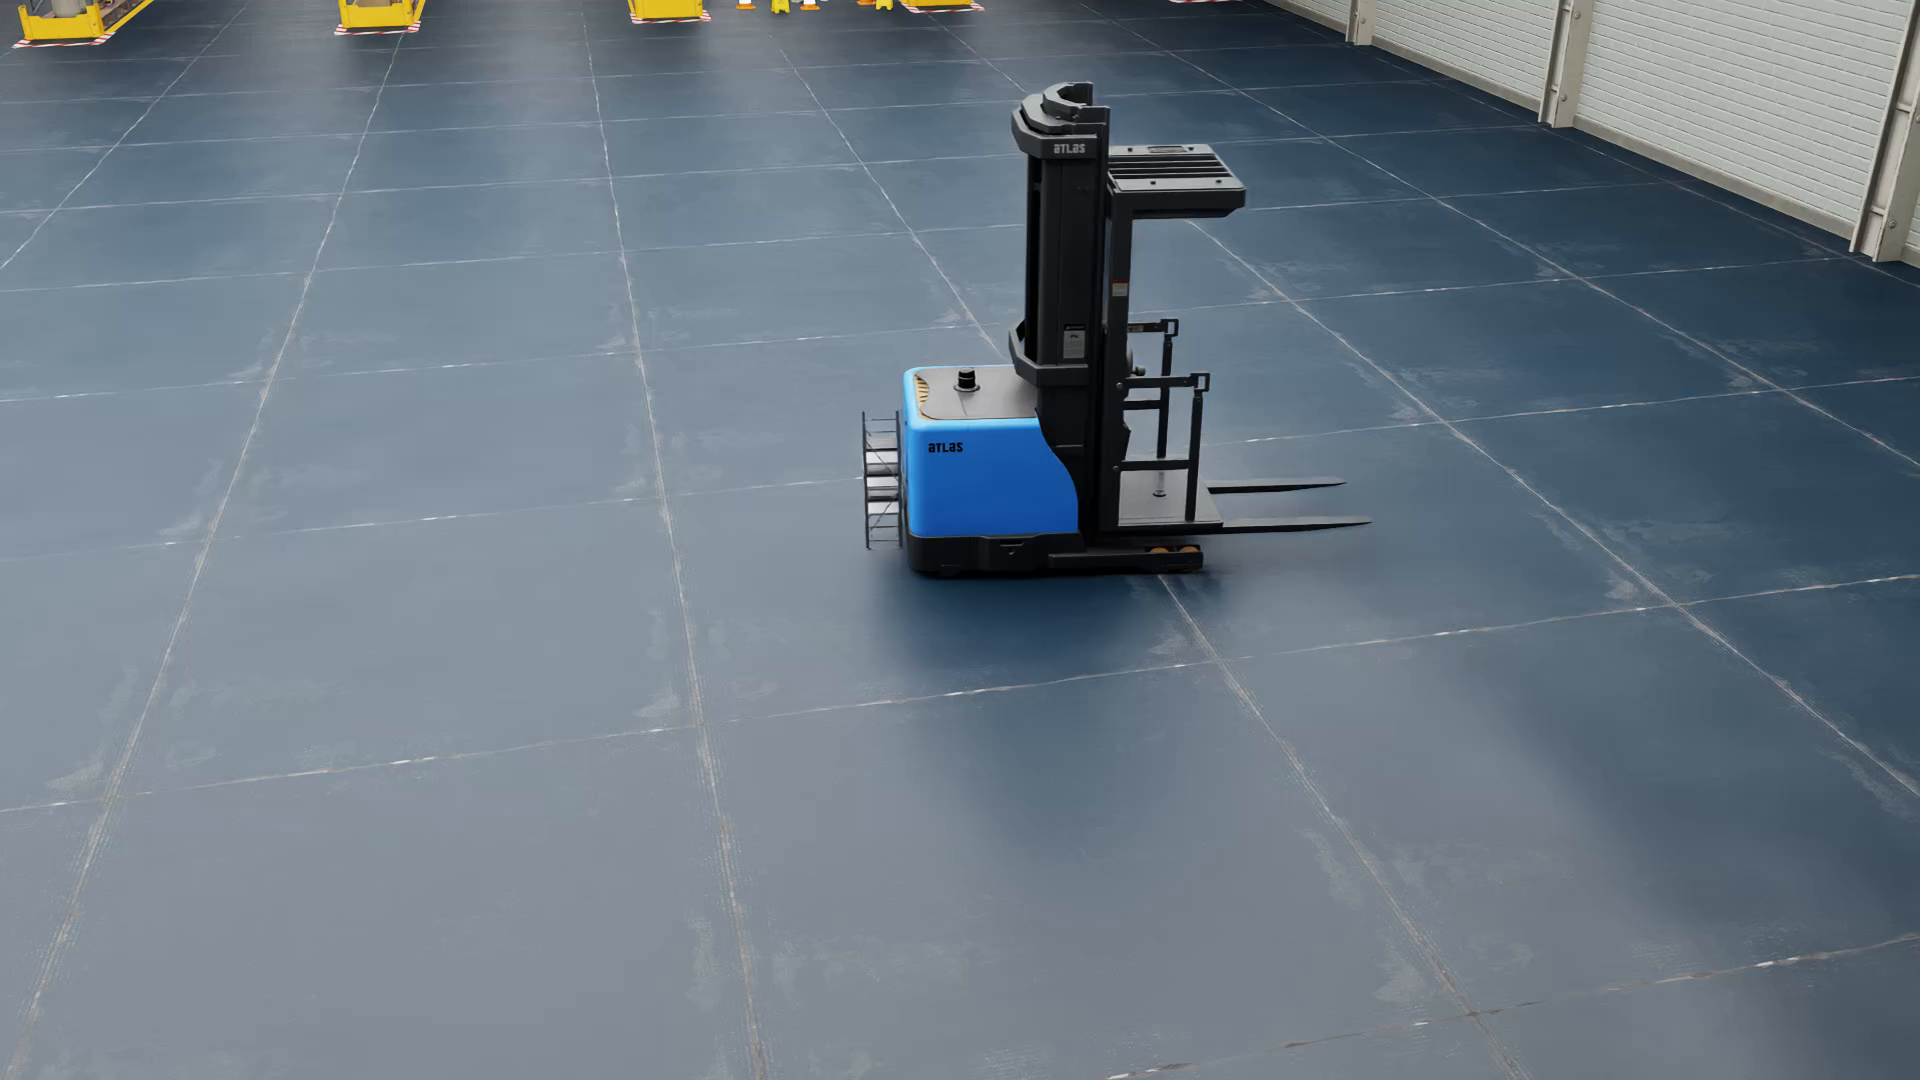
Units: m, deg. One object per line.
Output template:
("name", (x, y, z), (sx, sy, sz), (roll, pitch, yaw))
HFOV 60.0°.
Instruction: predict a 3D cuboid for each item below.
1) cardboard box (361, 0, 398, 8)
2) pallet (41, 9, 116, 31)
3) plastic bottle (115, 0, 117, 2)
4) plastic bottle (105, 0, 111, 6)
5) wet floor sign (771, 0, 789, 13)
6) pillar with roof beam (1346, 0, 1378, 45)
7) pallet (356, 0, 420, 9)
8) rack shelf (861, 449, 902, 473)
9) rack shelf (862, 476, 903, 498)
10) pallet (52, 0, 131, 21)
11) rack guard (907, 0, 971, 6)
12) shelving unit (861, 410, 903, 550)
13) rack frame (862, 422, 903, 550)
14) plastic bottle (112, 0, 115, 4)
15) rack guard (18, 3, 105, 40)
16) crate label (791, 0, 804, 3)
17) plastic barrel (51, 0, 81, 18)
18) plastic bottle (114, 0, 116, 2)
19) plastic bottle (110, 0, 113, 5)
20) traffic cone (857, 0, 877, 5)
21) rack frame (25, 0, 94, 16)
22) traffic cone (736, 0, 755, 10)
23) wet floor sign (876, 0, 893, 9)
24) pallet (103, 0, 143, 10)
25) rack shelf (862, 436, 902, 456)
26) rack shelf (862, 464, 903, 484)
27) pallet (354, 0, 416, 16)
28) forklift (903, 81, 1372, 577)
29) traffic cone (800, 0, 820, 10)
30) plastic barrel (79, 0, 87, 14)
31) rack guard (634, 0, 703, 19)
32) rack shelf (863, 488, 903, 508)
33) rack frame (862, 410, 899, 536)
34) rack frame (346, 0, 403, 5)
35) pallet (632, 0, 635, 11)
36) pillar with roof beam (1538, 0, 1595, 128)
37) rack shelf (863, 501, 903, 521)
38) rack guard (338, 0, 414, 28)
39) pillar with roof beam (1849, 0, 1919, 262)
("cardboard box", (-10.151, -9.555, 29.005), (0.500, 0.500, 0.500), (-1, 27, -2))
("pallet", (-15.093, -8.845, 28.386), (1.003, 0.211, 1.213), (-6, 27, -12))
("plastic bottle", (-15.057, -9.705, 29.534), (0.097, 0.271, 0.097), (0, 27, 0))
("plastic bottle", (-14.957, -9.510, 29.149), (0.097, 0.271, 0.097), (0, 27, 0))
("wet floor sign", (-3.235, -9.804, 29.804), (0.267, 0.644, 0.232), (-11, 29, -20))
("pillar with roof beam", (2.343, -11.723, 24.336), (9.100, 9.000, 0.400), (-6, 27, -12))
("pallet", (-10.463, -9.890, 30.457), (1.003, 0.211, 1.213), (-6, 27, -12))
("rack shelf", (-0.508, -0.519, 10.799), (0.258, 0.077, 0.200), (-2, 27, -4))
("rack shelf", (-0.507, -0.358, 10.880), (0.258, 0.077, 0.200), (-2, 27, -4))
("pallet", (-15.364, -9.380, 29.445), (1.003, 0.211, 1.213), (-6, 27, -12))
("rack guard", (-0.388, -10.131, 30.613), (1.175, 0.500, 0.348), (-6, 27, -12))
("shelving unit", (-0.507, -0.388, 10.865), (0.258, 0.900, 0.210), (-2, 27, -4))
("rack frame", (-0.500, -0.342, 10.774), (0.240, 0.900, 0.006), (-2, 27, -4))
("plastic bottle", (-14.990, -9.617, 29.347), (0.061, 0.283, 0.133), (-5, 27, -11))
("rack guard", (-14.915, -8.617, 27.614), (1.175, 0.500, 0.348), (-6, 27, -12))
("crate label", (-2.967, -10.070, 30.896), (0.250, 0.136, 0.298), (-23, 35, -38))
("plastic barrel", (-15.075, -9.062, 28.017), (0.421, 0.512, 0.421), (0, 27, 0))
("plastic bottle", (-15.034, -9.661, 29.447), (0.097, 0.271, 0.097), (0, 27, 0))
("plastic bottle", (-14.980, -9.524, 29.255), (0.097, 0.201, 0.097), (0, 27, 0))
("traffic cone", (-1.725, -10.139, 30.670), (0.336, 0.463, 0.334), (-6, 27, -12))
("rack frame", (-14.852, -9.704, 26.994), (1.000, 3.000, 0.127), (-6, 27, -12))
("traffic cone", (-3.907, -9.911, 30.219), (0.336, 0.463, 0.334), (-6, 27, -12))
("wet floor sign", (-1.371, -9.970, 30.134), (0.267, 0.644, 0.232), (3, 27, 6))
("pallet", (-15.642, -9.916, 30.509), (1.003, 0.211, 1.213), (-6, 27, -12))
("rack shelf", (-0.508, -0.599, 10.758), (0.258, 0.077, 0.200), (-2, 27, -4))
("rack shelf", (-0.507, -0.438, 10.839), (0.258, 0.077, 0.200), (-2, 27, -4))
("pallet", (-10.192, -9.356, 29.398), (1.003, 0.211, 1.213), (-6, 27, -12))
("forklift", (1.155, -1.327, 10.473), (3.031, 2.935, 1.130), (-2, 27, -4))
("traffic cone", (-2.730, -9.877, 30.151), (0.336, 0.463, 0.334), (-6, 27, -12))
("plastic barrel", (-15.188, -9.282, 28.453), (0.421, 0.512, 0.421), (0, 27, 0))
("rack guard", (-5.166, -9.540, 29.443), (1.175, 0.500, 0.348), (-6, 27, -12))
("rack shelf", (-0.507, -0.278, 10.920), (0.258, 0.077, 0.200), (-2, 27, -4))
("rack frame", (-0.515, -0.433, 10.955), (0.240, 0.900, 0.006), (-2, 27, -4))
("rack frame", (-10.026, -10.207, 27.990), (1.000, 3.000, 0.127), (-6, 27, -12))
("pallet", (-5.427, -9.765, 30.208), (1.003, 0.211, 1.213), (-6, 27, -12))
("pillar with roof beam", (3.695, -9.089, 19.118), (9.100, 9.000, 0.400), (-6, 27, -12))
("rack shelf", (-0.507, -0.197, 10.961), (0.258, 0.077, 0.200), (-2, 27, -4))
("rack guard", (-10.043, -9.125, 28.620), (1.175, 0.500, 0.348), (-6, 27, -12))
("pillar with roof beam", (5.047, -6.455, 13.899), (9.100, 9.000, 0.400), (-6, 27, -12))
